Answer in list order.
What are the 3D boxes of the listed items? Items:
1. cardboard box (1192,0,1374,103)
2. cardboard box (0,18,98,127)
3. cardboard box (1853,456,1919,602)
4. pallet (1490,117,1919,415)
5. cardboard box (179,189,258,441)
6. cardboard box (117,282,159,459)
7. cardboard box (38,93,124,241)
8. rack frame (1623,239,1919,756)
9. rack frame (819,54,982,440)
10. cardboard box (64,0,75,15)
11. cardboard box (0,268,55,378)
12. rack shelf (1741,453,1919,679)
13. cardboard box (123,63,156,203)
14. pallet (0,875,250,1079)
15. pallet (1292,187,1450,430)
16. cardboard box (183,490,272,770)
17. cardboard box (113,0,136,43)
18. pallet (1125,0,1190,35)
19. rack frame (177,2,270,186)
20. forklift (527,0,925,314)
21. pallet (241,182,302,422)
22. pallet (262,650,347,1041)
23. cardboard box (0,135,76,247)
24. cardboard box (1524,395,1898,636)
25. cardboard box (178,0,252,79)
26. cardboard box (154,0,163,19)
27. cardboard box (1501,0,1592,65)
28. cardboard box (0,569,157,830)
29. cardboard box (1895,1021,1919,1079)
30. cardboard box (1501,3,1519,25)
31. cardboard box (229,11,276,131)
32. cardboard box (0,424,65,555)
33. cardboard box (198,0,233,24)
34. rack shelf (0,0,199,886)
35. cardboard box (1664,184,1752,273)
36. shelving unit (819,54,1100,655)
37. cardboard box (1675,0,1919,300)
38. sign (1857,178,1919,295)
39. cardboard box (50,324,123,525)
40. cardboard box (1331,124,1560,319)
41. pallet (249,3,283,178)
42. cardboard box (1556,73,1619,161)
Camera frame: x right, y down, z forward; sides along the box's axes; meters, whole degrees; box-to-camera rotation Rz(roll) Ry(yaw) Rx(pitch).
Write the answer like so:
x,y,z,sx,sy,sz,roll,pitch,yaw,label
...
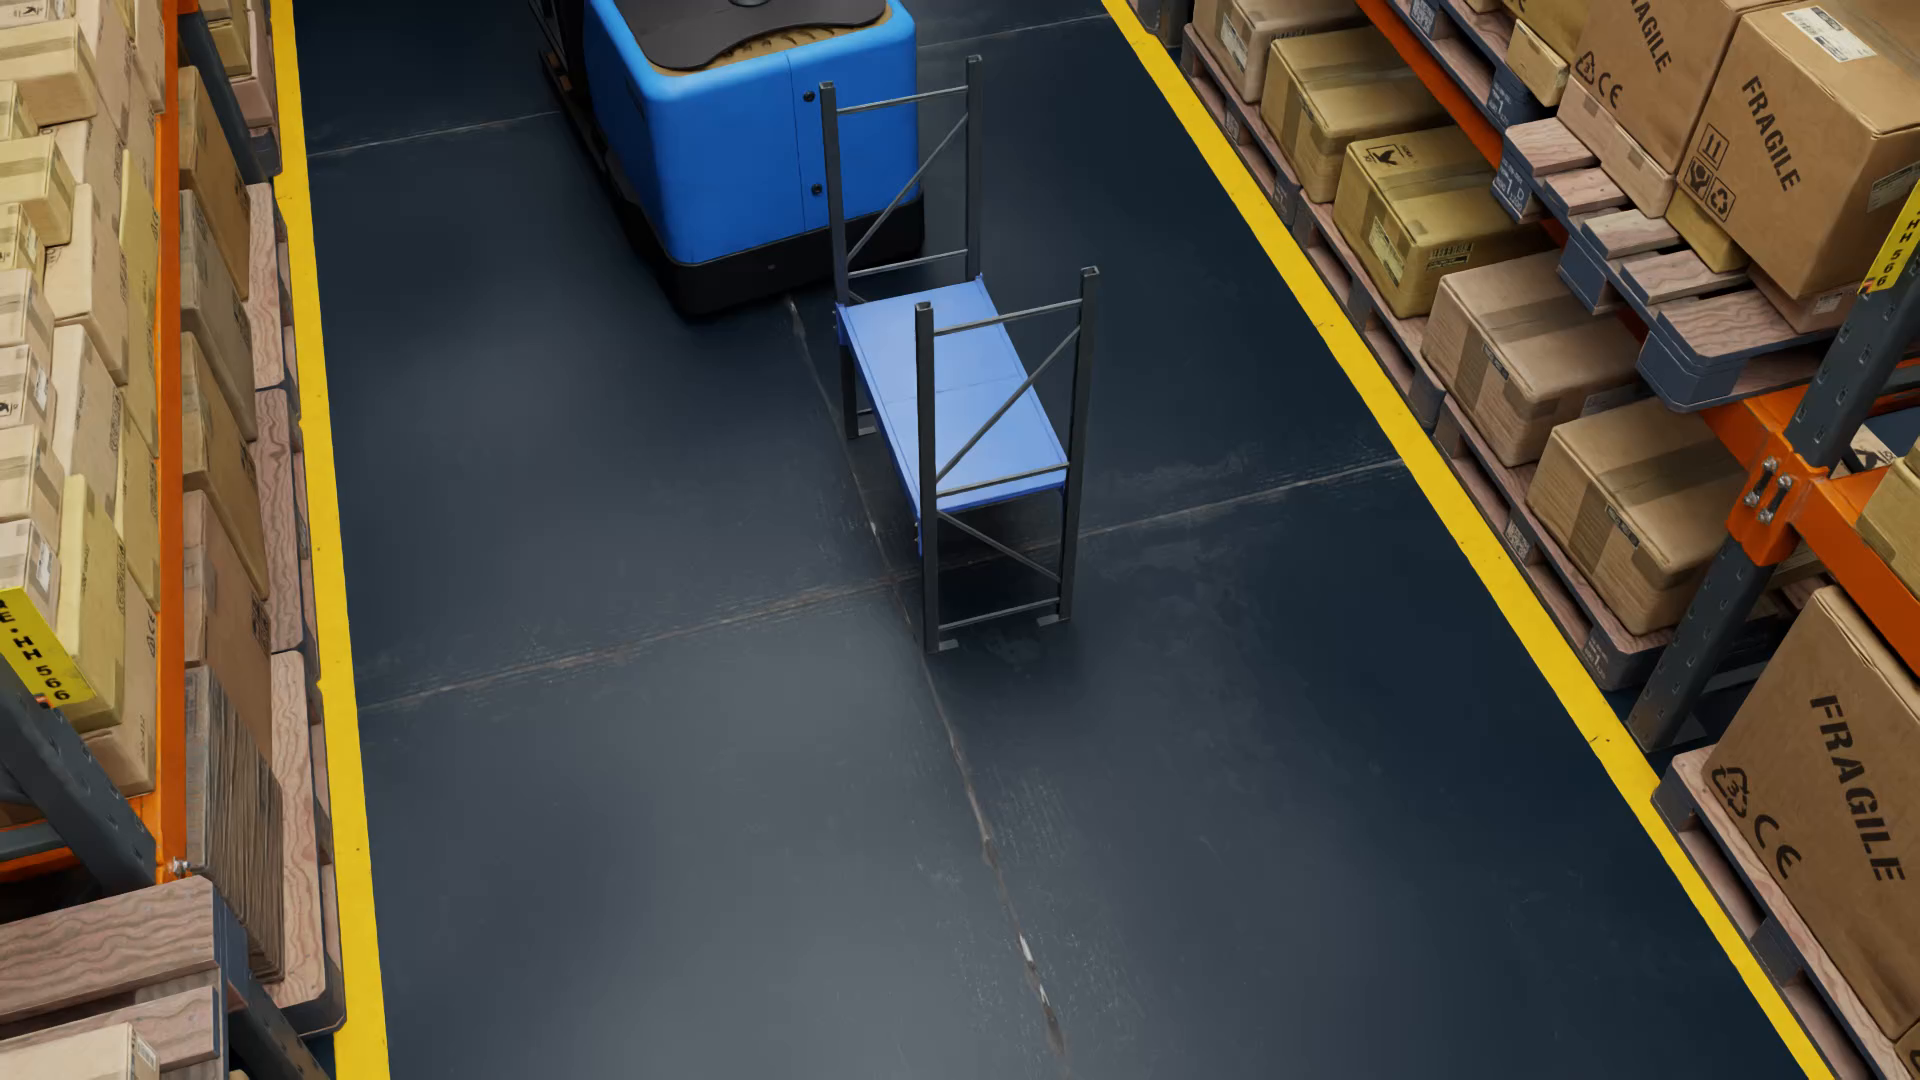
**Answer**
x,y,z,sx,sy,sz,roll,pitch,yaw,label
1.568,-2.281,7.155,0.950,0.372,0.625,-13,51,-11,cardboard box
-2.458,-1.189,4.301,0.380,0.149,0.250,-15,51,-12,cardboard box
2.498,0.009,3.879,0.500,0.250,0.500,-14,51,-12,cardboard box
2.281,-0.888,4.662,1.213,0.211,1.003,-13,51,-11,pallet
-2.942,-0.673,5.634,0.875,0.625,0.625,-14,51,-11,cardboard box
-2.348,-0.403,4.226,0.500,0.250,0.500,-15,51,-12,cardboard box
-2.504,-0.940,4.352,0.500,0.250,0.500,-13,51,-10,cardboard box
2.594,-0.454,4.170,1.000,3.000,0.127,-13,51,-11,rack frame
-0.176,-0.917,5.542,0.500,1.500,0.032,-13,51,-11,rack frame
-2.679,-1.549,4.605,0.380,0.149,0.250,-14,51,-12,cardboard box
-2.230,-0.434,3.664,0.380,0.149,0.250,-13,51,-11,cardboard box
3.185,1.239,3.214,1.077,0.370,4.000,-13,51,-11,rack shelf
-2.659,-1.157,4.862,0.500,0.250,0.500,-13,51,-11,cardboard box
-1.879,1.213,2.891,1.213,0.211,1.003,-13,51,-11,pallet
2.007,-1.015,6.468,1.003,0.211,1.213,-13,51,-11,pallet
-2.519,0.367,4.757,0.875,0.625,0.625,-12,51,-10,cardboard box
-2.781,-1.688,4.982,0.500,0.250,0.500,-15,51,-12,cardboard box
1.179,-2.959,8.106,1.003,0.211,1.213,-13,51,-11,pallet
-3.330,-2.250,5.685,1.000,3.000,0.127,-13,51,-11,rack frame
-1.219,-2.959,6.327,1.130,2.935,3.031,-19,53,-16,forklift
-3.075,-0.822,6.305,1.003,0.211,1.213,-13,51,-11,pallet
-2.353,0.960,4.802,1.003,0.211,1.213,-13,51,-11,pallet
-2.351,-0.810,3.981,0.380,0.149,0.250,-12,51,-10,cardboard box
2.436,-0.157,5.364,0.950,0.372,0.625,-16,52,-13,cardboard box
-3.178,-2.083,6.741,0.500,0.250,0.500,-14,51,-11,cardboard box
-2.931,-1.893,5.482,0.500,0.250,0.500,-12,51,-10,cardboard box
1.880,-1.730,4.712,0.500,0.500,0.500,-16,52,-13,cardboard box
-2.045,0.340,3.599,0.500,0.250,0.500,-13,51,-11,cardboard box
2.978,1.272,3.831,0.875,0.875,0.875,-13,51,-11,cardboard box
1.891,-1.643,5.063,0.380,0.149,0.250,-13,51,-11,cardboard box
-3.156,-1.927,6.937,0.500,0.250,0.500,-13,51,-11,cardboard box
-2.040,-0.064,3.352,0.380,0.149,0.250,-12,51,-10,cardboard box
-3.173,-2.246,6.551,0.500,0.250,0.500,-14,51,-12,cardboard box
-2.738,-0.557,4.729,1.077,0.370,4.000,-13,51,-11,rack shelf
2.124,-0.874,4.414,0.380,0.149,0.250,-13,51,-10,cardboard box
-0.025,-0.546,5.229,0.538,1.500,1.048,-13,51,-11,shelving unit
2.194,-0.986,4.085,0.500,0.500,0.500,-15,51,-12,cardboard box
2.078,-0.672,3.649,0.100,0.325,0.005,-13,51,-11,sign
-2.192,-0.187,3.717,0.500,0.250,0.500,-12,51,-10,cardboard box
1.992,-1.249,6.285,0.950,0.372,0.625,-12,51,-10,cardboard box
-3.525,-1.942,7.249,1.003,0.211,1.213,-13,51,-11,pallet
1.940,-1.233,4.717,0.380,0.149,0.250,-16,52,-13,cardboard box
